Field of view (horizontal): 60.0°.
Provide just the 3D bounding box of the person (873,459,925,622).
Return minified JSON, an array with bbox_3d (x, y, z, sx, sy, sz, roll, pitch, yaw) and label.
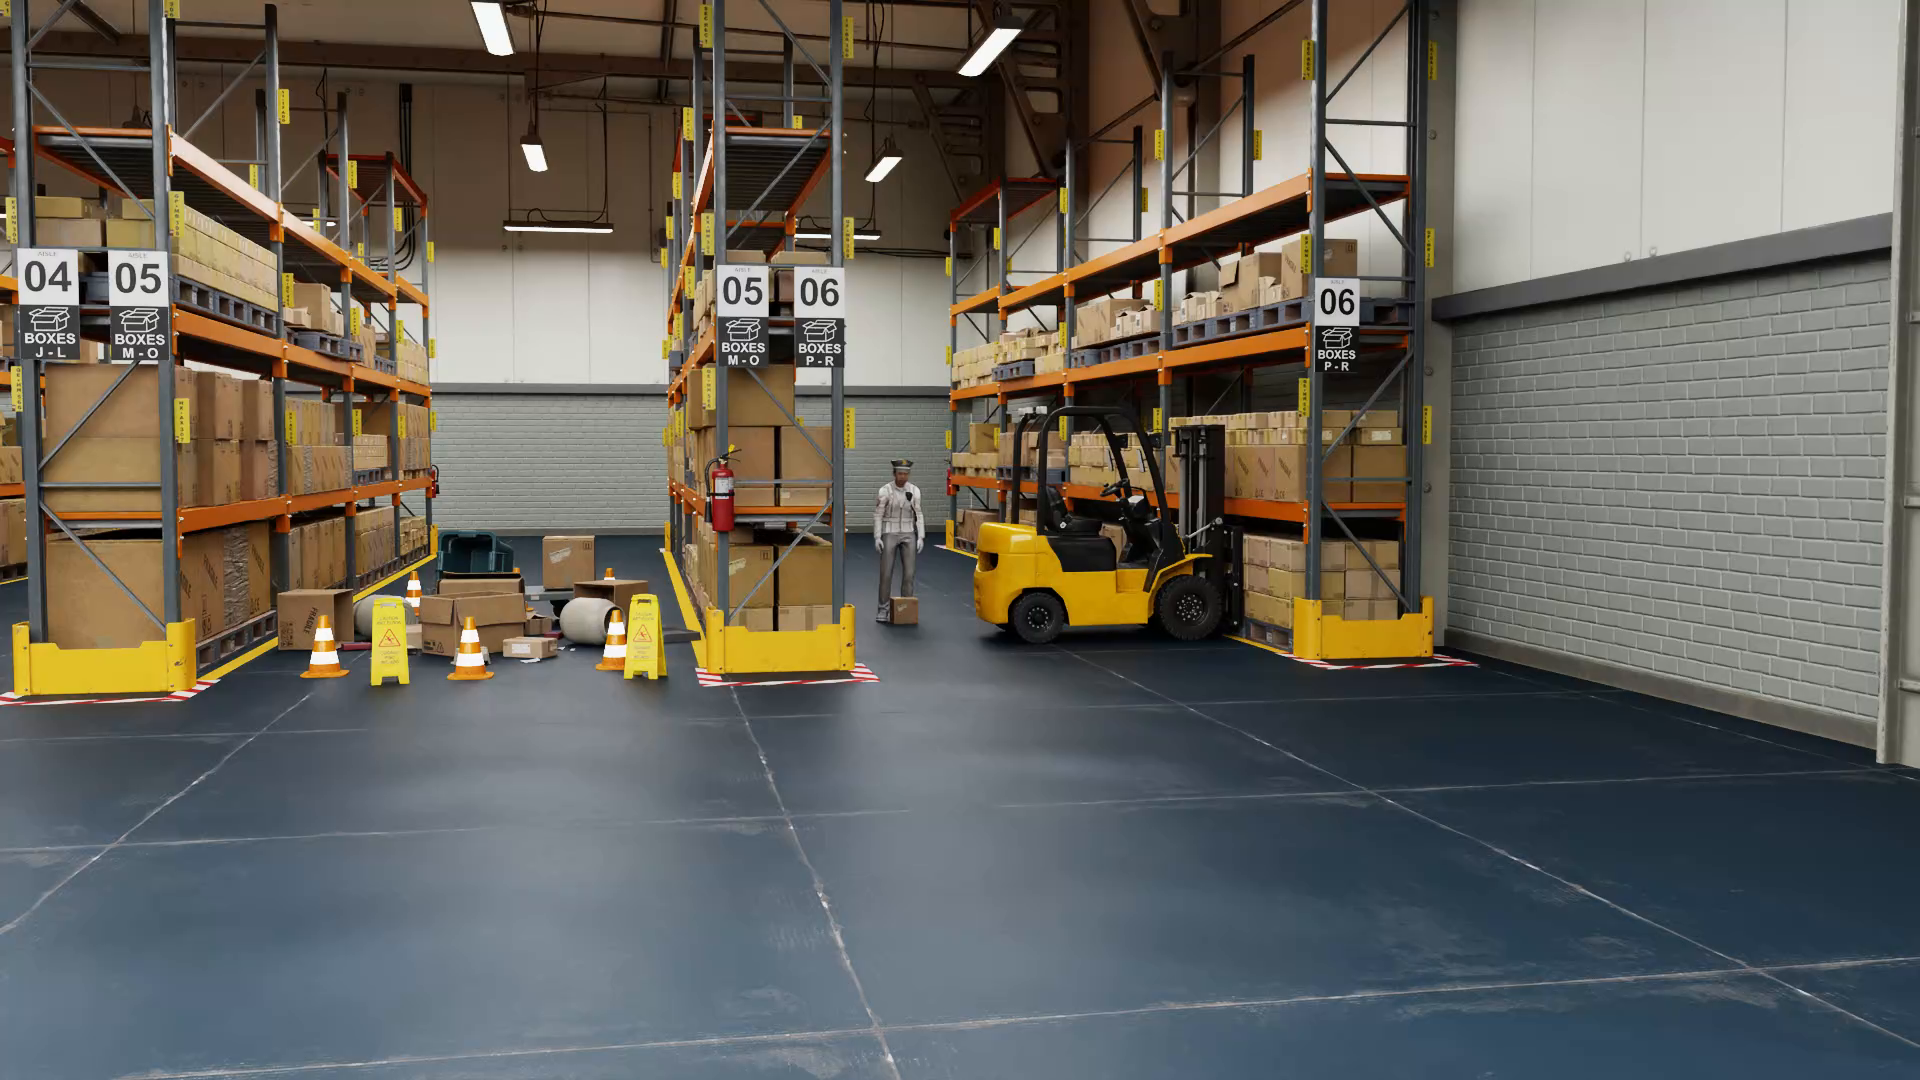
[{"bbox_3d":[-0.623,0.000,17.117,0.532,1.663,0.404,-1,3,-12],"label":"person"}]
